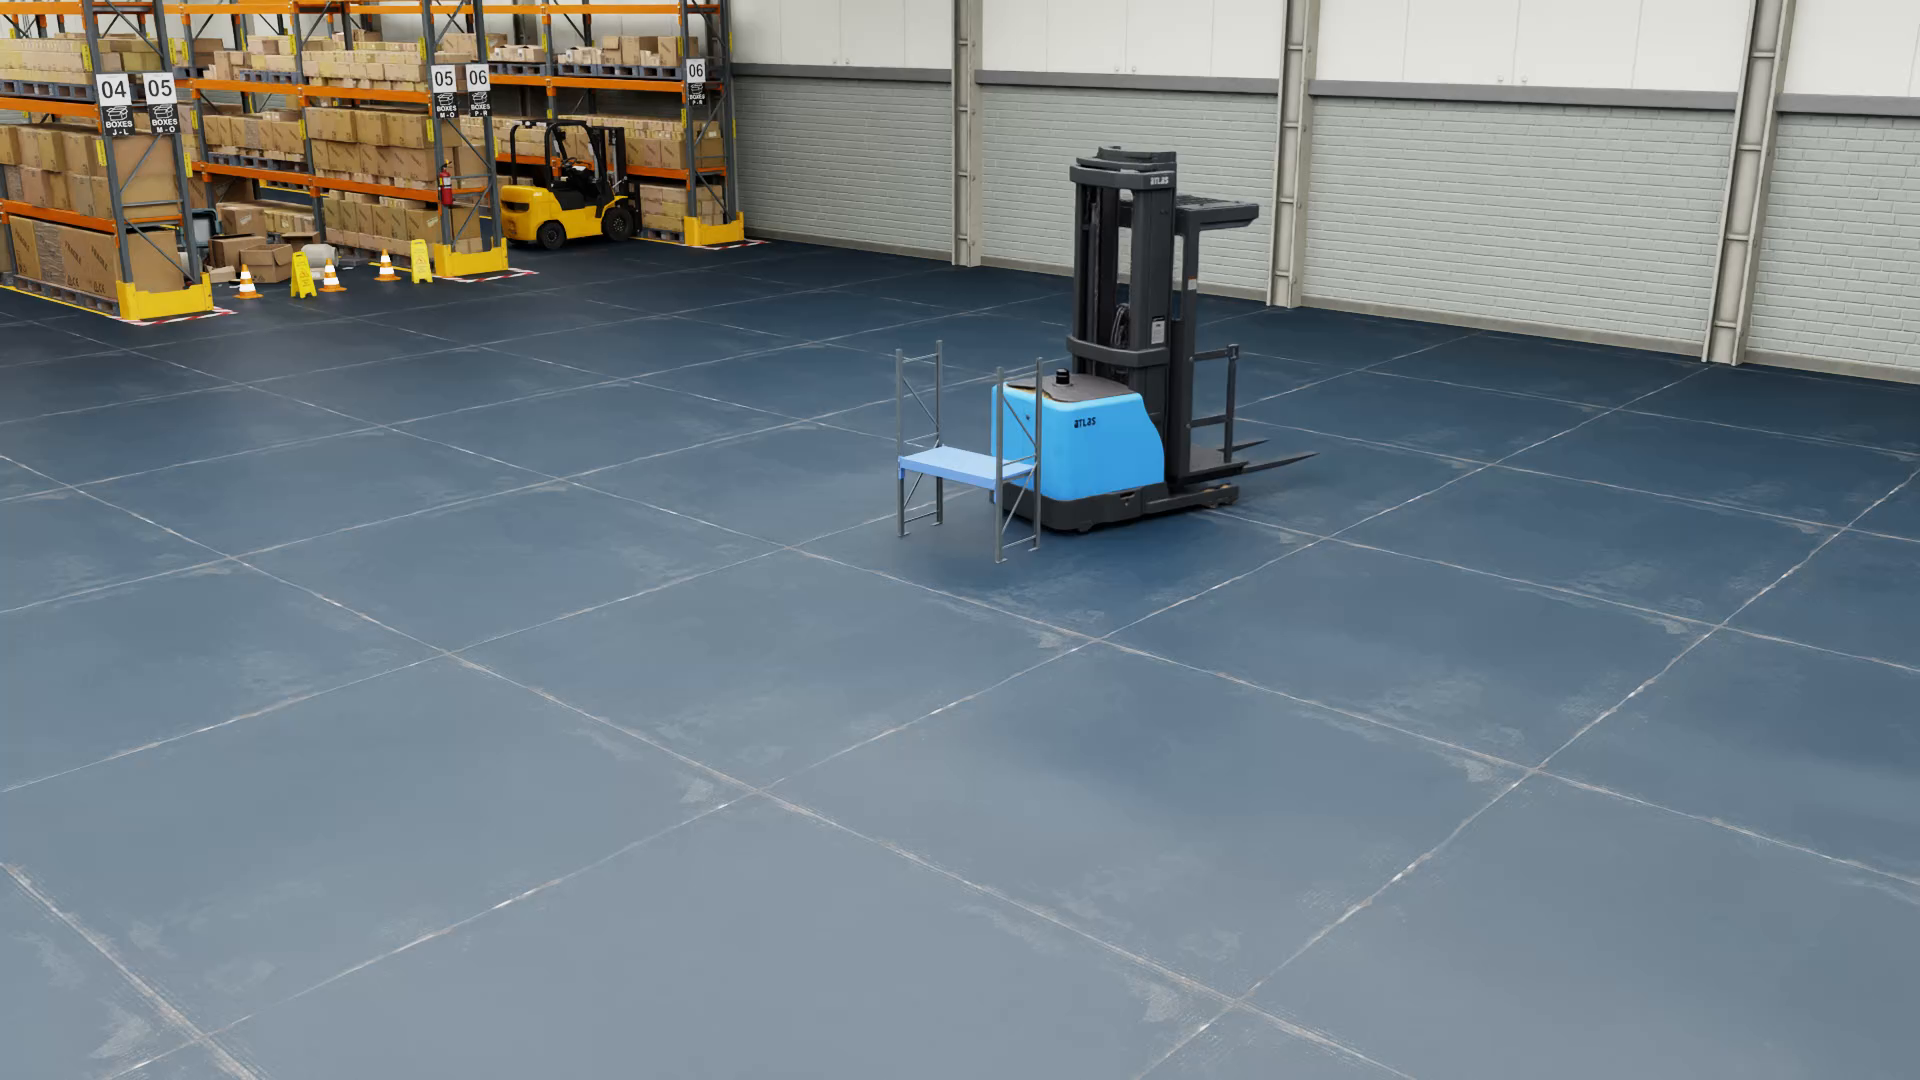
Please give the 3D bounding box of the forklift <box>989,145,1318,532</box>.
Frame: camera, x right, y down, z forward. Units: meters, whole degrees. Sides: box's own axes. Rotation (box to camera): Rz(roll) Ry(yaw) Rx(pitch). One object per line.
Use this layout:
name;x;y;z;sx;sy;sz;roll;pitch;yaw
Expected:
forklift;1.750;-1.782;13.882;3.031;2.935;1.130;-12;21;-32

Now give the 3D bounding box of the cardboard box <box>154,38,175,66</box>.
cardboard box;-14.595;-9.142;31.142;0.500;0.500;0.700;14;22;37

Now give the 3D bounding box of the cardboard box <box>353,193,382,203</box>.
cardboard box;-9.832;-5.688;27.614;0.250;0.149;0.380;17;24;42

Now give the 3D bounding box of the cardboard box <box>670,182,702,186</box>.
cardboard box;-5.063;-6.431;30.617;0.500;0.250;0.500;15;23;39

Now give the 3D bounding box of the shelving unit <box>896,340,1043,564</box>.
shelving unit;0.064;-0.698;12.831;1.048;1.500;0.538;15;23;39

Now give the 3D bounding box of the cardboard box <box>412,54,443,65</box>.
cardboard box;-8.194;-7.394;25.589;0.250;0.149;0.380;15;23;40

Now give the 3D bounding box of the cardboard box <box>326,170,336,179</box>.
cardboard box;-10.491;-6.211;28.140;0.250;0.149;0.380;16;24;41

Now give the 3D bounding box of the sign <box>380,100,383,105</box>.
sign;-13.062;-9.914;37.478;0.005;0.325;0.100;15;23;39

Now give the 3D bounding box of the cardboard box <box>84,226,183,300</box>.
cardboard box;-11.506;-3.871;23.169;0.875;0.875;0.875;15;23;40

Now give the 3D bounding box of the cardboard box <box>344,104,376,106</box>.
cardboard box;-13.215;-9.336;36.711;0.500;0.500;0.700;16;23;41

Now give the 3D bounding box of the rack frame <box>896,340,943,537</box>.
rack frame;-0.316;-0.800;13.152;0.032;1.500;0.500;15;23;39

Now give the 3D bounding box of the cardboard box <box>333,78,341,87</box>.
cardboard box;-10.088;-7.549;27.395;0.250;0.149;0.380;16;24;41

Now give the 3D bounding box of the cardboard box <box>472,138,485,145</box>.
cardboard box;-9.504;-8.013;33.649;0.500;0.250;0.500;14;22;38

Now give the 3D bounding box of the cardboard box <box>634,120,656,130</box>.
cardboard box;-5.685;-7.532;30.157;0.250;0.149;0.380;16;23;41

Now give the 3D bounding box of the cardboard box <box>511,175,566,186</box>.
cardboard box;-8.418;-6.958;33.308;0.625;0.625;0.875;15;23;39

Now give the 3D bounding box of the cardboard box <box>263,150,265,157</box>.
cardboard box;-12.187;-6.911;29.651;0.250;0.149;0.380;14;22;37

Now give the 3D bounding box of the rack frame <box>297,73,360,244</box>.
rack frame;-10.737;-6.506;28.653;0.127;3.000;1.000;15;23;39

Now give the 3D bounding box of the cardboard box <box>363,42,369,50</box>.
cardboard box;-12.487;-10.533;35.448;0.250;0.149;0.380;15;23;40

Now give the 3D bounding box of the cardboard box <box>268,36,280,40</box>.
cardboard box;-15.502;-11.427;38.131;0.500;0.250;0.500;15;23;38

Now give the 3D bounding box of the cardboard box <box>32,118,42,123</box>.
cardboard box;-19.543;-8.802;35.721;0.500;0.500;0.500;15;23;39

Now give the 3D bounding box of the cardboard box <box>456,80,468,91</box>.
cardboard box;-7.777;-7.153;26.148;0.250;0.149;0.380;15;23;39

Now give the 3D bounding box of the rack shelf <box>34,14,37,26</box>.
rack shelf;-15.443;-8.093;25.587;4.000;0.370;1.077;15;23;39

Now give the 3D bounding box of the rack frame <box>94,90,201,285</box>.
rack frame;-10.955;-4.562;22.529;0.127;3.000;1.000;15;23;39

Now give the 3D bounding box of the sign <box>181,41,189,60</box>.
sign;-14.103;-8.899;30.249;0.005;0.325;0.100;15;23;39

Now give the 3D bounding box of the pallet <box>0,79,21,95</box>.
pallet;-13.342;-6.586;24.094;1.213;0.211;1.003;15;23;39

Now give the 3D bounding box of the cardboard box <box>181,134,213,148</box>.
cardboard box;-14.259;-7.516;31.256;0.500;0.250;0.500;15;23;39

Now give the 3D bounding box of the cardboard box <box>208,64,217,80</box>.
cardboard box;-13.415;-8.522;30.268;0.258;0.266;0.396;15;23;39

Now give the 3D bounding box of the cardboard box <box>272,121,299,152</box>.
cardboard box;-11.606;-7.036;28.970;0.500;0.500;0.500;15;23;40

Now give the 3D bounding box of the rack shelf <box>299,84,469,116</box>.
rack shelf;-9.241;-7.191;27.042;4.000;0.370;1.077;15;23;39

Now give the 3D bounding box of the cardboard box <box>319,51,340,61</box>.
cardboard box;-10.312;-7.958;27.367;0.250;0.149;0.380;14;22;38

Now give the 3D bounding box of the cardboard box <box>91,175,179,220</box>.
cardboard box;-11.263;-4.698;22.709;0.550;0.550;0.875;15;23;39

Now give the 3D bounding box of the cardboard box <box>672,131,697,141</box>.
cardboard box;-4.898;-7.190;29.569;0.250;0.149;0.380;15;23;40

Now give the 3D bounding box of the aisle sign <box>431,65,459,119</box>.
aisle sign;-7.891;-6.864;25.483;0.004;0.787;0.394;15;23;39

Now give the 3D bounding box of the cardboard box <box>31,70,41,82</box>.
cardboard box;-12.569;-6.417;22.969;0.250;0.149;0.380;15;23;40

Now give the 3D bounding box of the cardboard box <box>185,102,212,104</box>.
cardboard box;-14.689;-8.192;32.149;0.500;0.500;0.500;16;24;41

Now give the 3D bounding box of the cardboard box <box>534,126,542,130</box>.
cardboard box;-8.053;-8.053;32.289;0.250;0.149;0.380;15;23;38

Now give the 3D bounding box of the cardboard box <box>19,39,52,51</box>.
cardboard box;-12.762;-6.848;23.010;0.250;0.149;0.380;15;23;39

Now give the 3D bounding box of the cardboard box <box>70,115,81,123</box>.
cardboard box;-18.017;-8.872;34.291;0.500;0.500;0.500;15;23;40

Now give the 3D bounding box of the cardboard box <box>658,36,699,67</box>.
cardboard box;-4.946;-8.585;29.222;0.500;0.500;0.500;16;24;41

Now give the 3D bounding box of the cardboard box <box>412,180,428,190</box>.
cardboard box;-8.430;-5.635;26.325;0.250;0.149;0.380;15;23;39

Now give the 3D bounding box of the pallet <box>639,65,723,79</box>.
pallet;-4.965;-8.362;29.688;1.213;0.211;1.003;15;23;39

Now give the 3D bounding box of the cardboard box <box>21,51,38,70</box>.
cardboard box;-12.632;-6.648;23.039;0.500;0.250;0.500;15;23;40

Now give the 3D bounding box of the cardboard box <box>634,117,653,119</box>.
cardboard box;-5.900;-7.810;31.033;0.250;0.149;0.380;16;24;41

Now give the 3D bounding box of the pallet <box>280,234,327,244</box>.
pallet;-11.320;-5.333;29.566;1.213;0.211;1.003;15;23;39

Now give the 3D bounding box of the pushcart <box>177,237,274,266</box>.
pushcart;-12.213;-4.730;27.392;0.936;0.377;1.648;7;19;21

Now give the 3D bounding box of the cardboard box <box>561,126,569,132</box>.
cardboard box;-7.381;-7.863;31.691;0.250;0.149;0.380;15;23;38

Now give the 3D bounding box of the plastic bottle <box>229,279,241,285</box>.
plastic bottle;-11.091;-3.951;25.461;0.283;0.061;0.133;7;19;21

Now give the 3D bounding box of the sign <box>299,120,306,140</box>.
sign;-11.102;-6.931;28.080;0.005;0.325;0.100;15;23;39

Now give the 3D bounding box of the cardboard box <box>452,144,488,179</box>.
cardboard box;-7.915;-6.050;26.559;0.500;0.500;0.500;15;23;38

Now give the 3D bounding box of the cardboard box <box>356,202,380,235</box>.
cardboard box;-9.680;-5.364;27.666;0.500;0.500;0.500;17;24;42

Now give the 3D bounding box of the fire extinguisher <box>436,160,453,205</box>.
fire extinguisher;-7.965;-5.539;25.733;0.183;0.674;0.296;15;23;39
